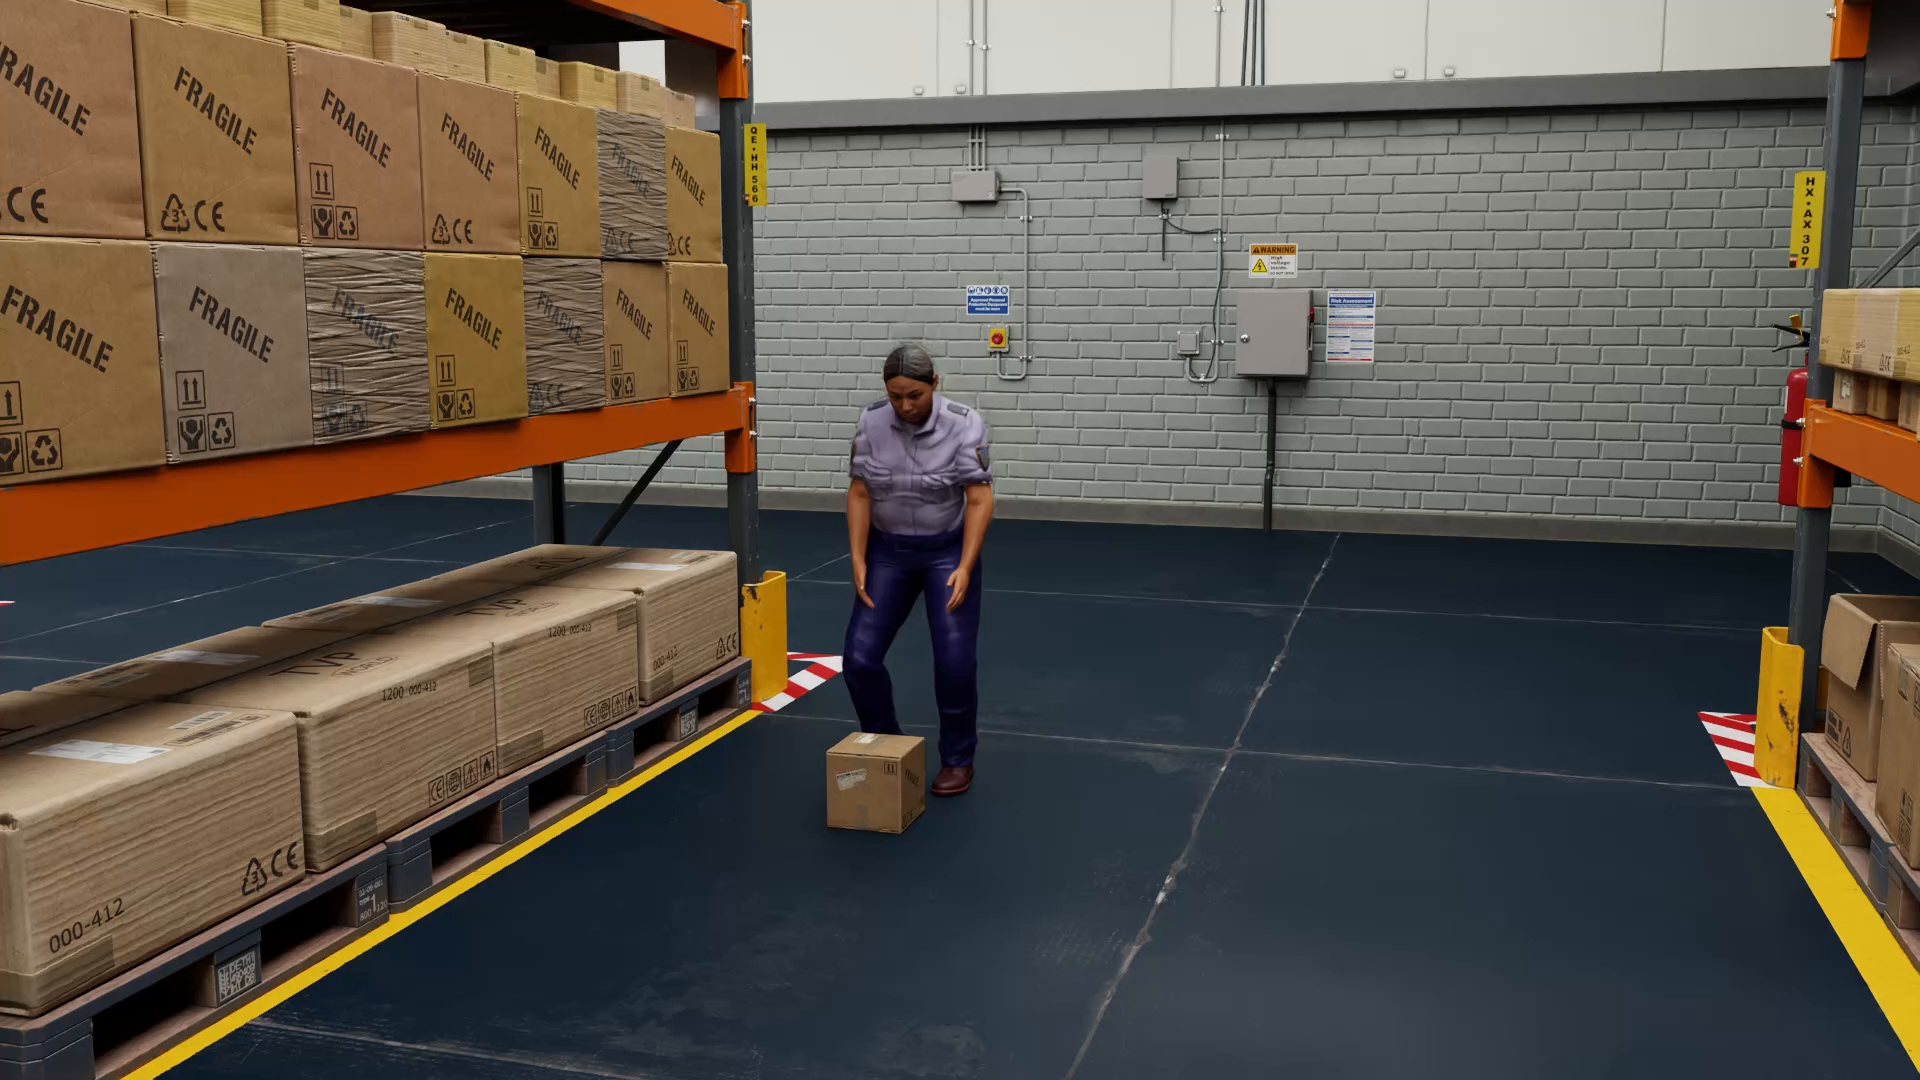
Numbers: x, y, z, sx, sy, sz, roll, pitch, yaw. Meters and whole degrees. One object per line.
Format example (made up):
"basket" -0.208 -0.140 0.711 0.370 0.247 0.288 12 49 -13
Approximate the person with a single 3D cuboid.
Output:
"person" -0.123 0.098 5.682 0.519 1.528 0.507 3 9 17
